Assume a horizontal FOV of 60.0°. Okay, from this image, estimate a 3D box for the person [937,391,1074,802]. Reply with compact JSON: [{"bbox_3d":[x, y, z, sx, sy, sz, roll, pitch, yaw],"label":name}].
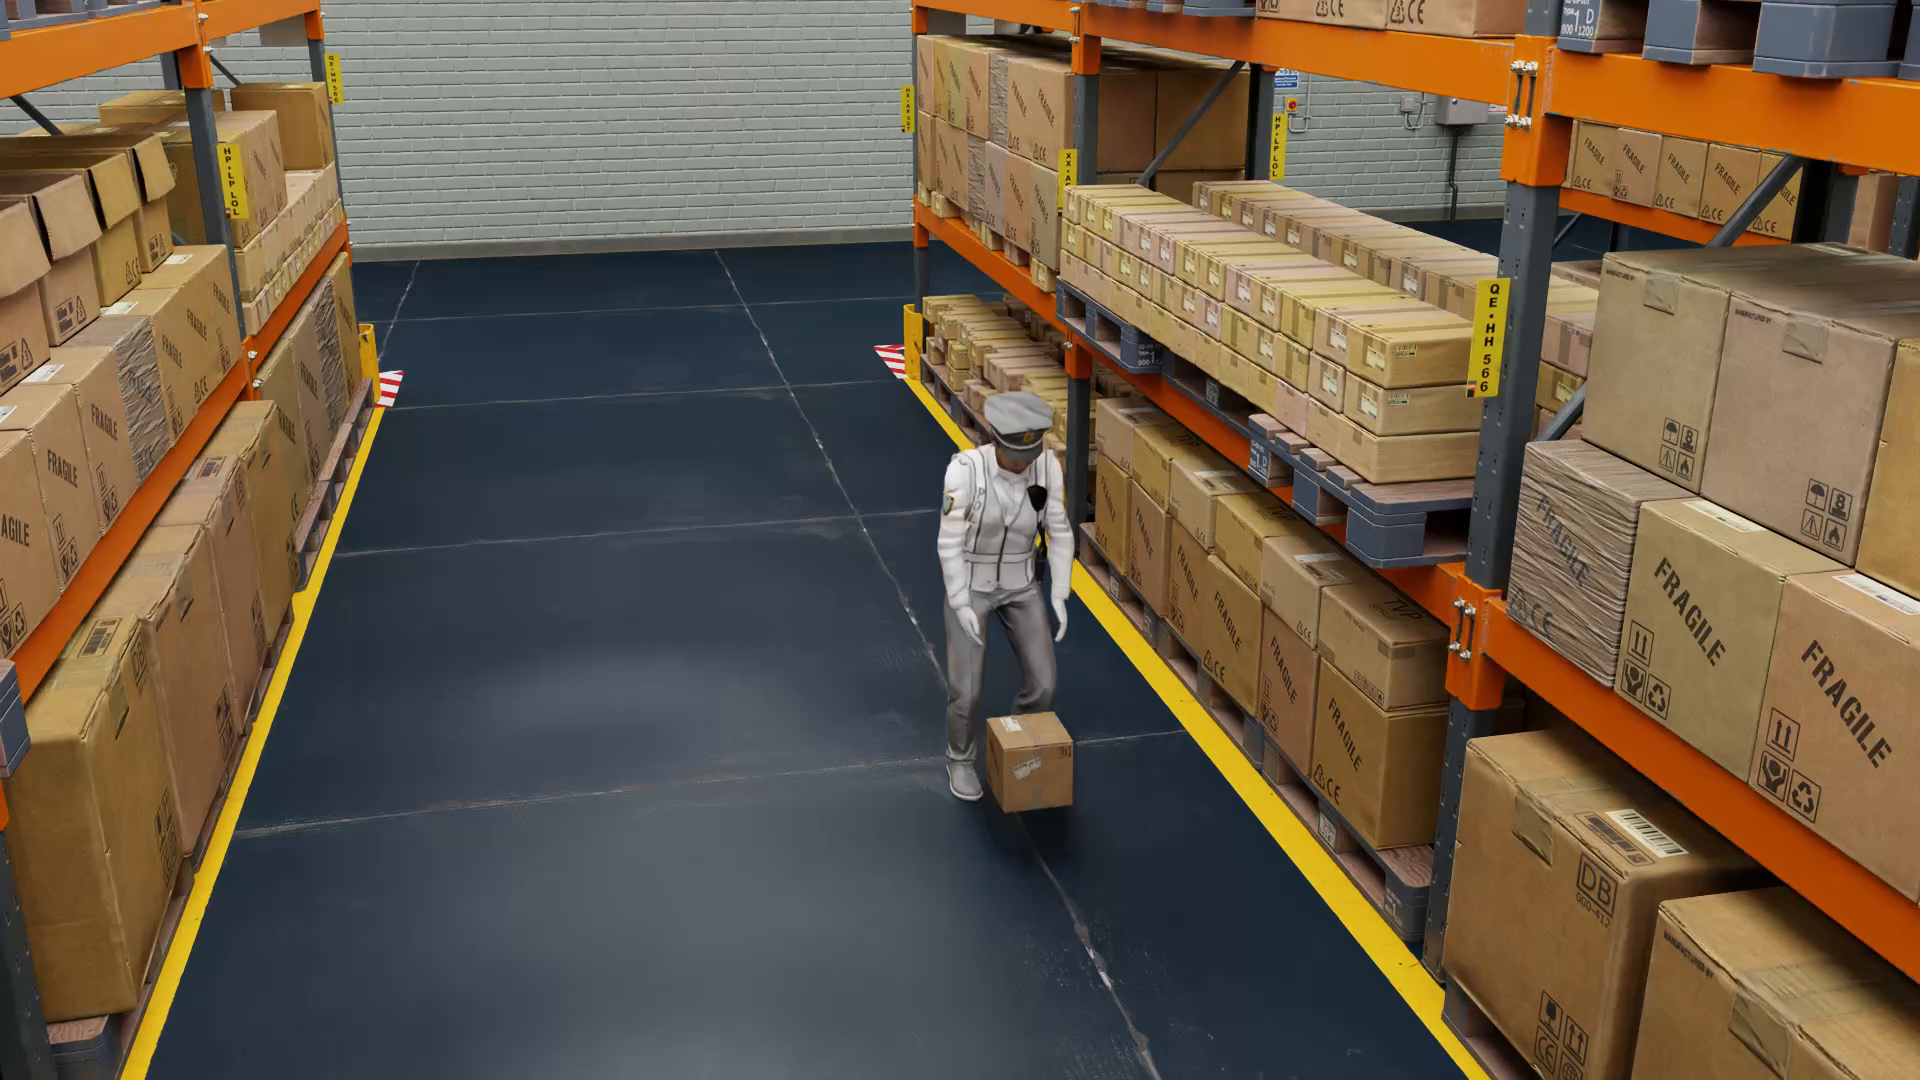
[{"bbox_3d":[0.169,0.209,6.139,0.516,1.576,0.526,-4,20,-12],"label":"person"}]
